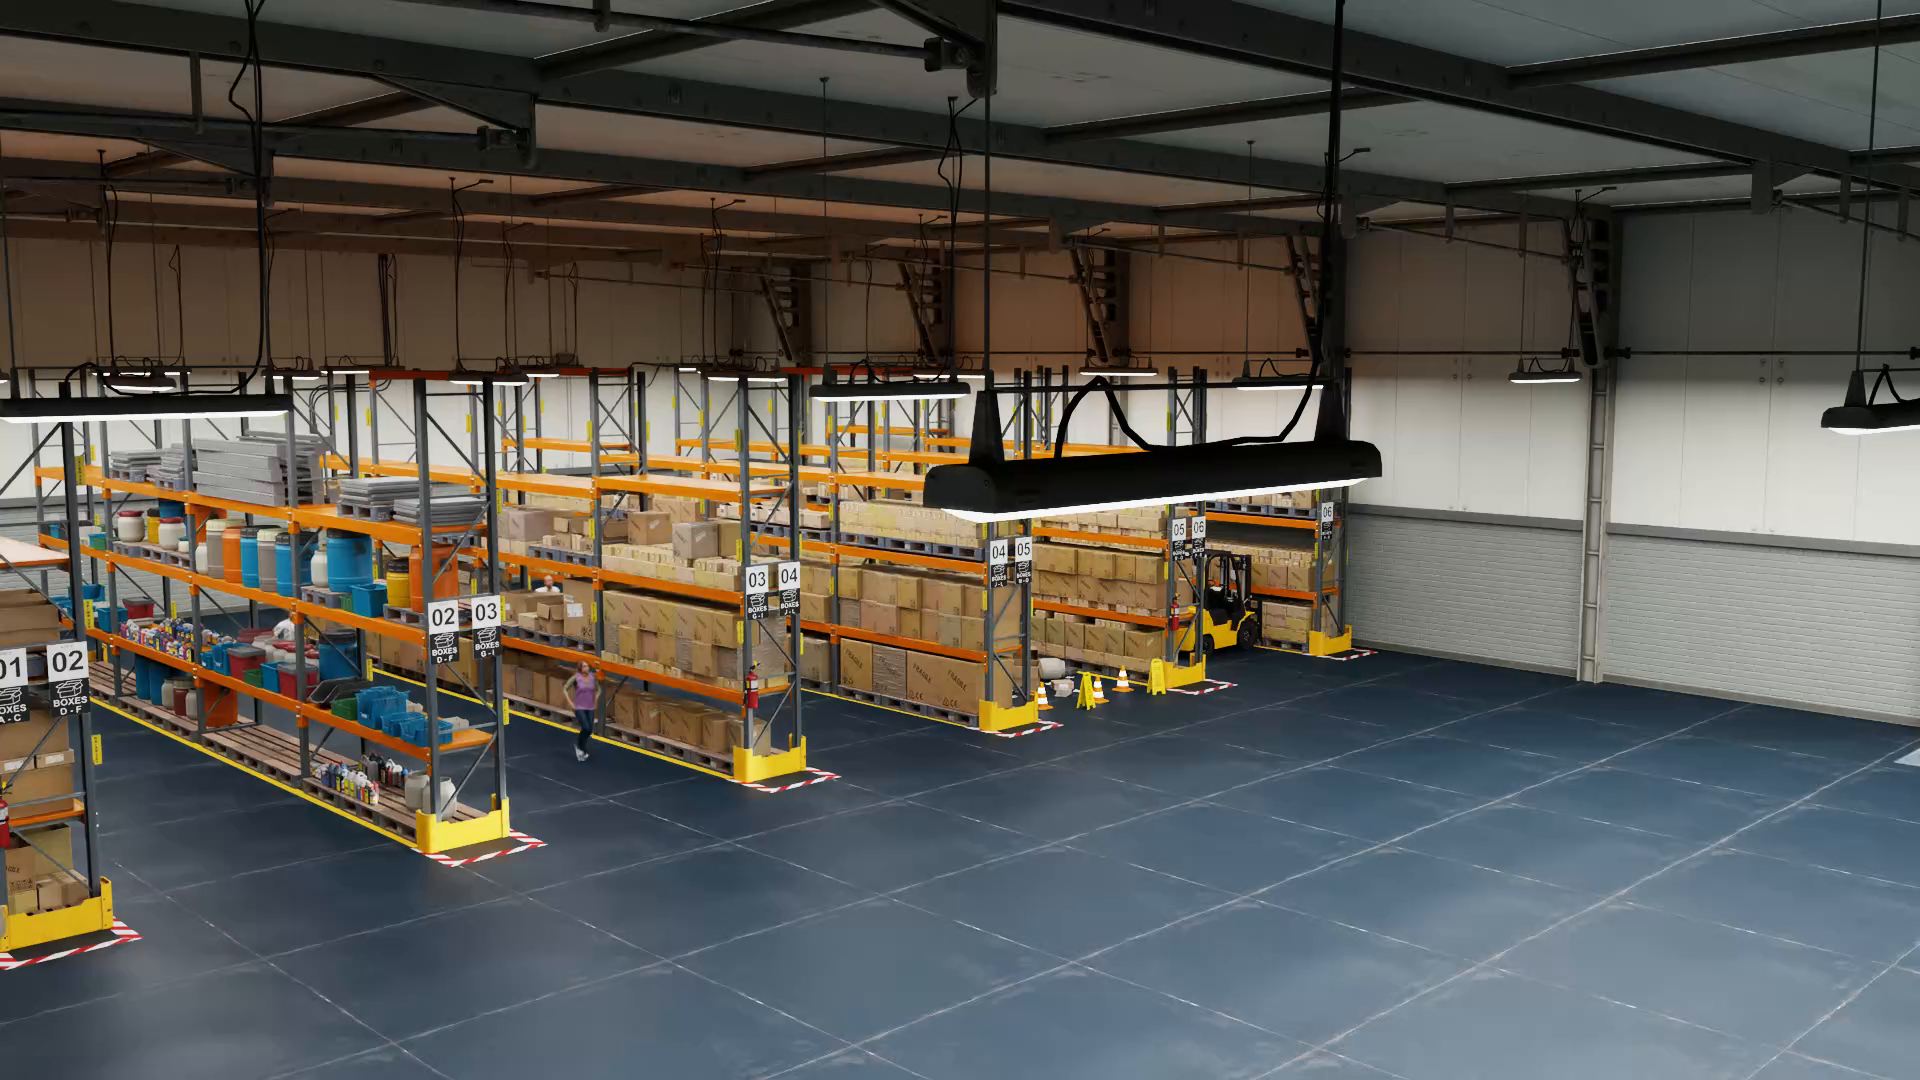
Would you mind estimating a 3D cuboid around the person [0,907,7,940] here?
[{"bbox_3d":[-9.968,3.618,16.799,0.629,1.723,0.721,1,7,10],"label":"person"}]

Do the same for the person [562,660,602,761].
[{"bbox_3d":[-5.814,2.639,25.773,0.593,1.565,0.557,-5,8,-38],"label":"person"}]

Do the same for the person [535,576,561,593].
[{"bbox_3d":[-8.444,1.600,34.273,0.628,1.746,0.722,5,8,40],"label":"person"}]

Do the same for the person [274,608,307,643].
[{"bbox_3d":[-12.358,2.020,30.881,0.562,1.657,0.599,4,7,30],"label":"person"}]
